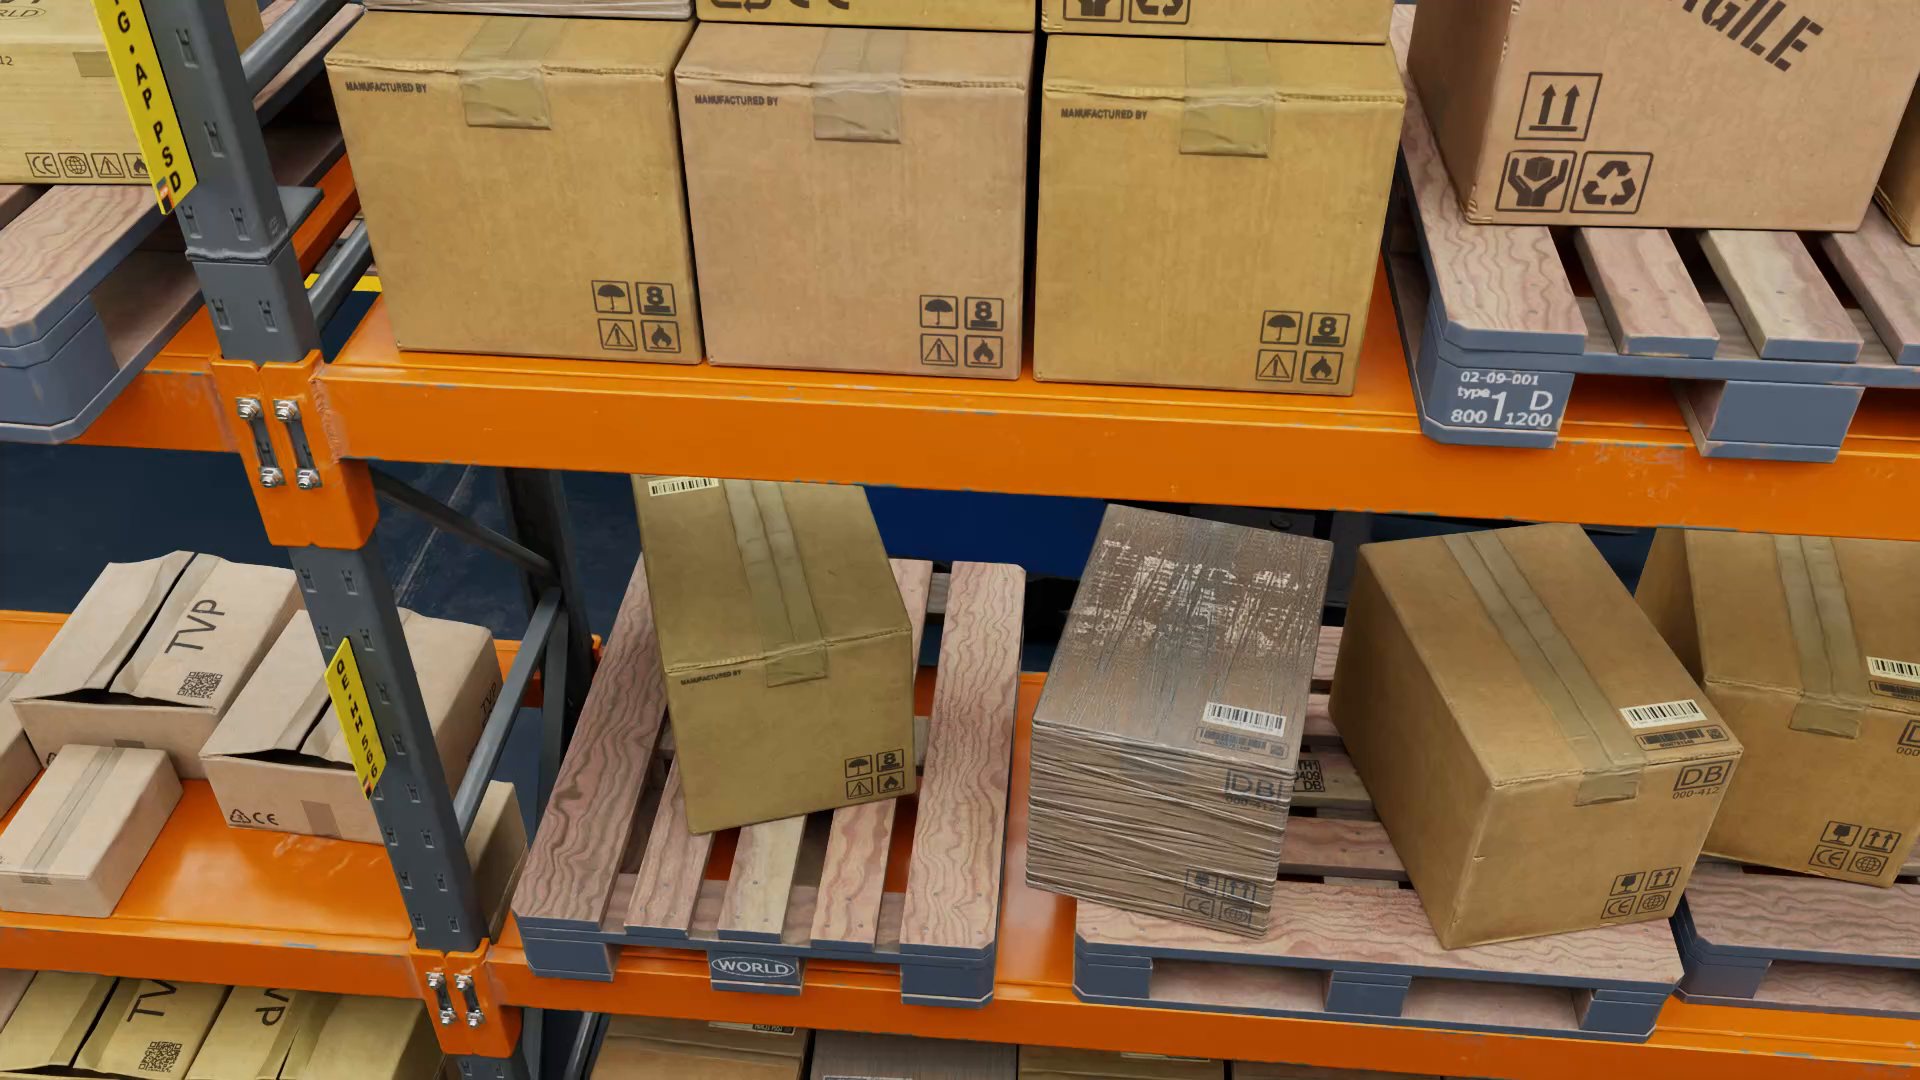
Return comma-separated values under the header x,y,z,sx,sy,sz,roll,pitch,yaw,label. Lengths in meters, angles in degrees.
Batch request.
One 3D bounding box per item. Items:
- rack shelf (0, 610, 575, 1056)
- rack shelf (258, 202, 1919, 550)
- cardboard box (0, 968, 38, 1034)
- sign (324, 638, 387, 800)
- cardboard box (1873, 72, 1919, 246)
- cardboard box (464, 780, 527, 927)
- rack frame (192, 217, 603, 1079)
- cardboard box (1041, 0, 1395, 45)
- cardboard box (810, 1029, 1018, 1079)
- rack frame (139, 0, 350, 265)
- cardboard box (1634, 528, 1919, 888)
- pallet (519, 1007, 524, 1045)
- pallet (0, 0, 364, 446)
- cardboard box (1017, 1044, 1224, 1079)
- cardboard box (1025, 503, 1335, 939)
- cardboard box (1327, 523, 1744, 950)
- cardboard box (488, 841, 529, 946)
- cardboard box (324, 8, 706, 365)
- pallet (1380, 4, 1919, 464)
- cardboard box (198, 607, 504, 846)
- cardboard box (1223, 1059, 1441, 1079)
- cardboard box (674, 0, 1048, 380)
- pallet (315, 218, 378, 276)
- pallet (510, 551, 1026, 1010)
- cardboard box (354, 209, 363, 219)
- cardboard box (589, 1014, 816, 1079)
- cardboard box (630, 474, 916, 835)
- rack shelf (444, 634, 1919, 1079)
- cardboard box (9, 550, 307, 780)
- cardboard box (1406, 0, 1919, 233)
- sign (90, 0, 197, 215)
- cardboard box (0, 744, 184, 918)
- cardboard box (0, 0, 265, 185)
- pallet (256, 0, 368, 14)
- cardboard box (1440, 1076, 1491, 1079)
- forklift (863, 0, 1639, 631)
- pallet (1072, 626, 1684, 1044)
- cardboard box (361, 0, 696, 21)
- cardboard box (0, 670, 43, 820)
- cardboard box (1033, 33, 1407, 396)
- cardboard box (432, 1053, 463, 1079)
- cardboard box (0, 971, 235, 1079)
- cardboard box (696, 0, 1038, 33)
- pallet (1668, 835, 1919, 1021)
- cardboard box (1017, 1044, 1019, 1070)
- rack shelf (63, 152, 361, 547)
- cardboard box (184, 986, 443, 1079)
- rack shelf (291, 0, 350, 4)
x,y,z,sx,sy,sz,roll,pitch,yaw,label
-3.054,0.601,4.205,4.000,0.370,1.077,3,39,4,rack shelf
0.931,-0.344,2.990,4.000,0.370,1.077,3,39,4,rack shelf
-2.626,1.190,4.313,0.500,0.311,0.500,3,39,4,cardboard box
-1.106,0.332,3.049,0.005,0.325,0.100,3,39,4,sign
1.760,-0.850,2.551,0.600,0.600,0.600,3,39,3,cardboard box
-1.558,0.904,4.664,0.500,0.311,0.500,4,39,5,cardboard box
-1.061,0.431,3.844,0.127,3.000,1.000,3,39,4,rack frame
0.389,-1.075,2.447,0.500,0.500,0.500,3,39,4,cardboard box
-0.111,1.460,4.212,0.500,0.500,0.500,2,39,2,cardboard box
-1.061,-1.895,1.950,0.127,3.000,1.000,3,39,4,rack frame
1.780,0.284,3.614,0.500,0.500,0.700,9,40,11,cardboard box
-1.878,1.444,4.809,1.213,0.211,1.003,3,39,4,pallet
-1.745,-0.639,2.933,1.003,0.211,1.213,5,39,6,pallet
0.389,1.490,4.175,0.500,0.500,0.500,3,39,3,cardboard box
0.470,0.363,3.516,0.500,0.500,0.700,10,40,12,cardboard box
1.158,0.390,3.483,0.500,0.500,0.700,-6,40,-8,cardboard box
-1.558,1.122,4.841,0.500,0.250,0.500,3,39,4,cardboard box
-0.624,-0.768,2.862,0.500,0.500,0.910,3,39,4,cardboard box
1.246,-0.575,2.853,1.003,0.211,1.213,3,39,4,pallet
-1.420,0.419,3.930,0.500,0.311,0.500,5,39,7,cardboard box
0.909,1.515,4.144,0.500,0.500,0.500,2,39,2,cardboard box
-0.116,-0.740,2.828,0.500,0.500,0.910,3,39,4,cardboard box
-2.628,-1.714,8.689,1.213,0.211,1.003,3,39,4,pallet
-0.380,0.499,3.913,1.003,0.211,1.213,3,39,4,pallet
-2.864,-2.024,8.492,0.500,0.500,0.700,4,39,4,cardboard box
-0.633,1.435,4.243,0.500,0.500,0.500,5,39,6,cardboard box
-0.424,0.193,3.725,0.500,0.500,0.700,-9,40,-11,cardboard box
0.931,0.819,3.937,4.000,0.370,1.077,3,39,4,rack shelf
-1.936,0.295,4.081,0.500,0.311,0.500,3,39,3,cardboard box
1.099,-0.899,2.611,0.600,0.600,0.600,2,39,2,cardboard box
-1.118,-0.615,2.280,0.005,0.325,0.100,3,39,4,sign
-1.981,0.654,3.770,0.250,0.149,0.380,3,39,4,cardboard box
-1.518,-0.826,2.799,0.500,0.250,0.500,0,39,1,cardboard box
-2.614,-2.692,7.833,1.213,0.211,1.003,3,39,4,pallet
1.416,1.542,4.111,0.500,0.500,0.500,4,39,4,cardboard box
1.088,-1.003,5.661,3.031,2.935,1.130,7,40,8,forklift
0.876,0.609,3.778,1.213,0.211,1.003,3,39,4,pallet
-0.627,-1.131,2.516,0.500,0.500,0.500,3,39,4,cardboard box
-2.337,0.495,3.965,0.250,0.149,0.380,6,40,7,cardboard box
0.402,-0.712,2.793,0.500,0.500,0.910,3,39,4,cardboard box
-1.607,1.460,4.426,0.500,0.250,0.500,4,39,5,cardboard box
-2.123,1.220,4.277,0.500,0.311,0.500,3,39,3,cardboard box
-0.119,-1.103,2.482,0.500,0.500,0.500,3,39,4,cardboard box
2.137,0.612,3.775,1.213,0.211,1.003,3,39,4,pallet
0.406,1.162,4.578,0.500,0.500,0.500,2,39,2,cardboard box
-3.054,-0.562,3.258,4.000,0.370,1.077,3,39,4,rack shelf
-1.605,1.244,4.247,0.500,0.311,0.500,4,39,5,cardboard box
-2.630,-2.514,8.033,4.000,0.370,1.077,3,39,4,rack shelf
